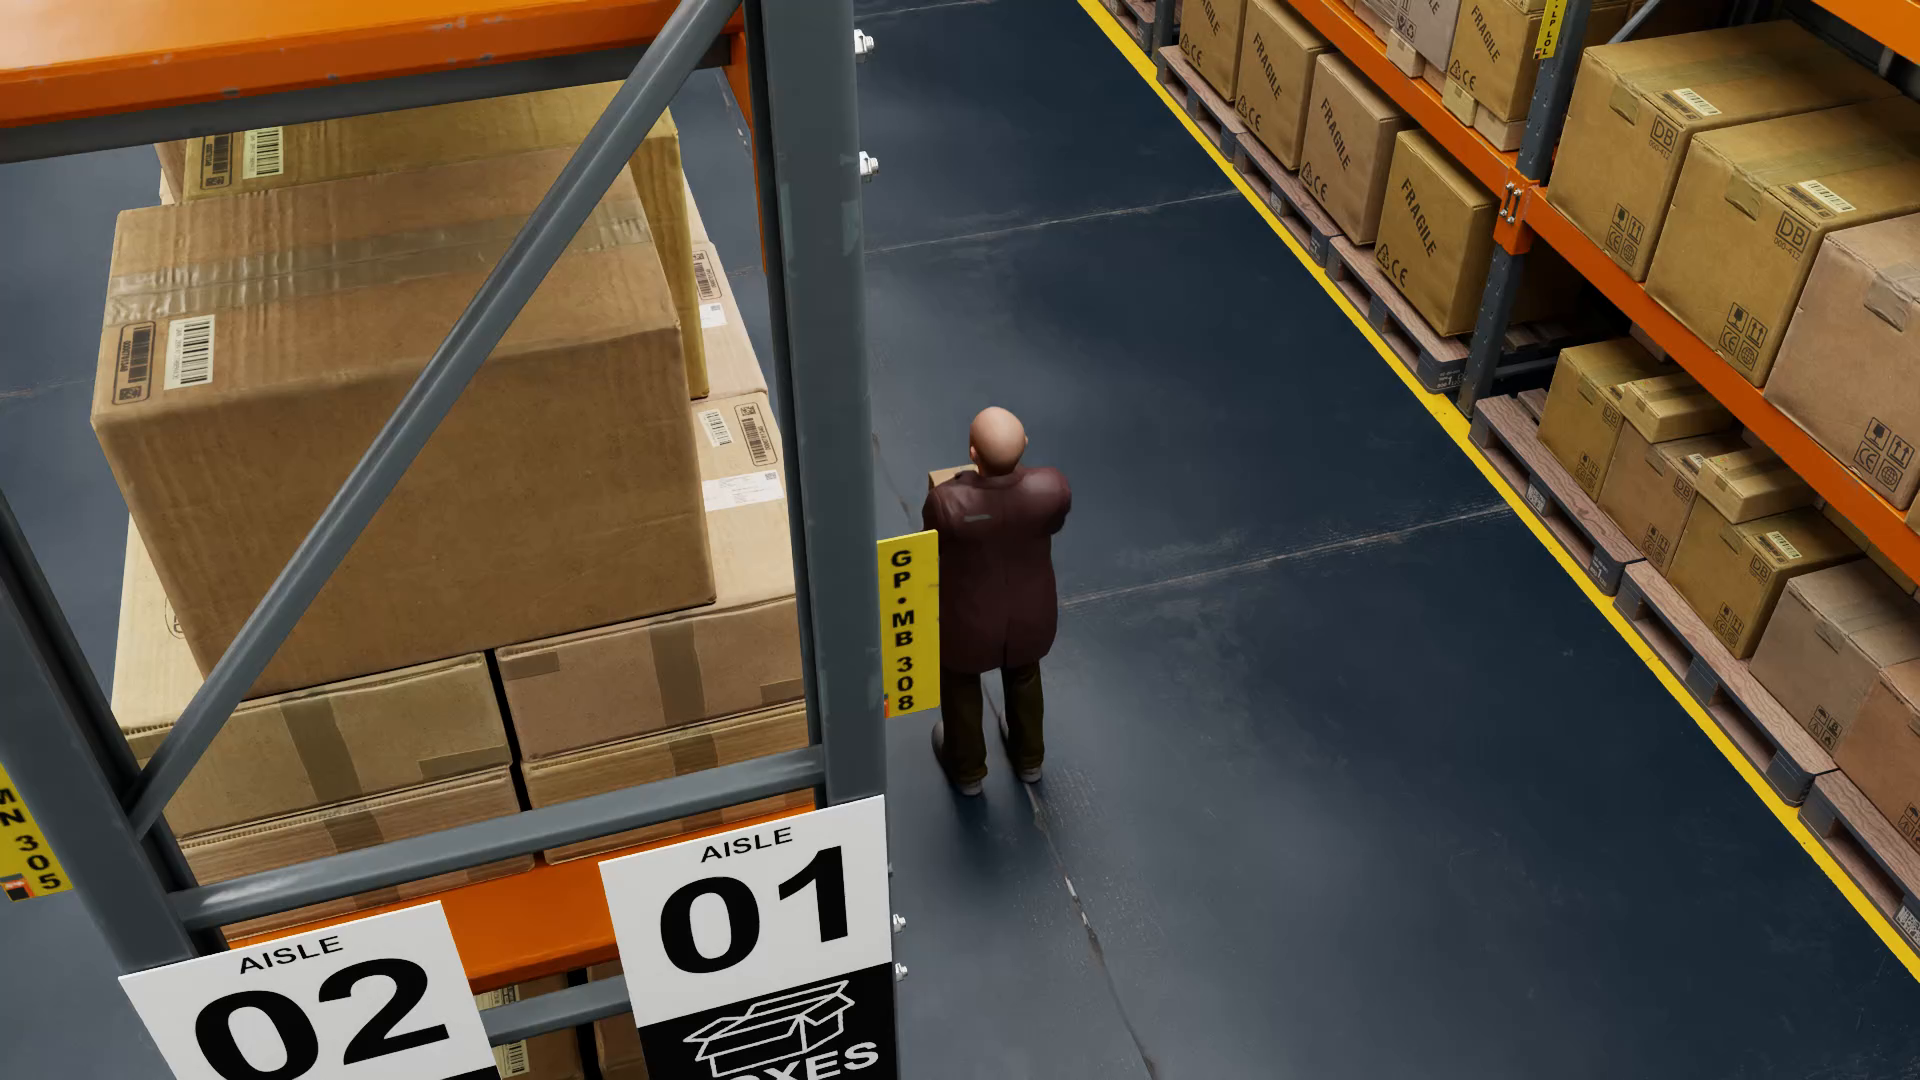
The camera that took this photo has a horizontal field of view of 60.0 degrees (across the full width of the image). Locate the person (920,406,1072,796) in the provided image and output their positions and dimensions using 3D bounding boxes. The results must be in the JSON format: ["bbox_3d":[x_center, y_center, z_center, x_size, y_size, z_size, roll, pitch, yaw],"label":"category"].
[{"bbox_3d":[0.088,0.153,6.004,0.529,1.772,0.552,-11,43,-12],"label":"person"}]
